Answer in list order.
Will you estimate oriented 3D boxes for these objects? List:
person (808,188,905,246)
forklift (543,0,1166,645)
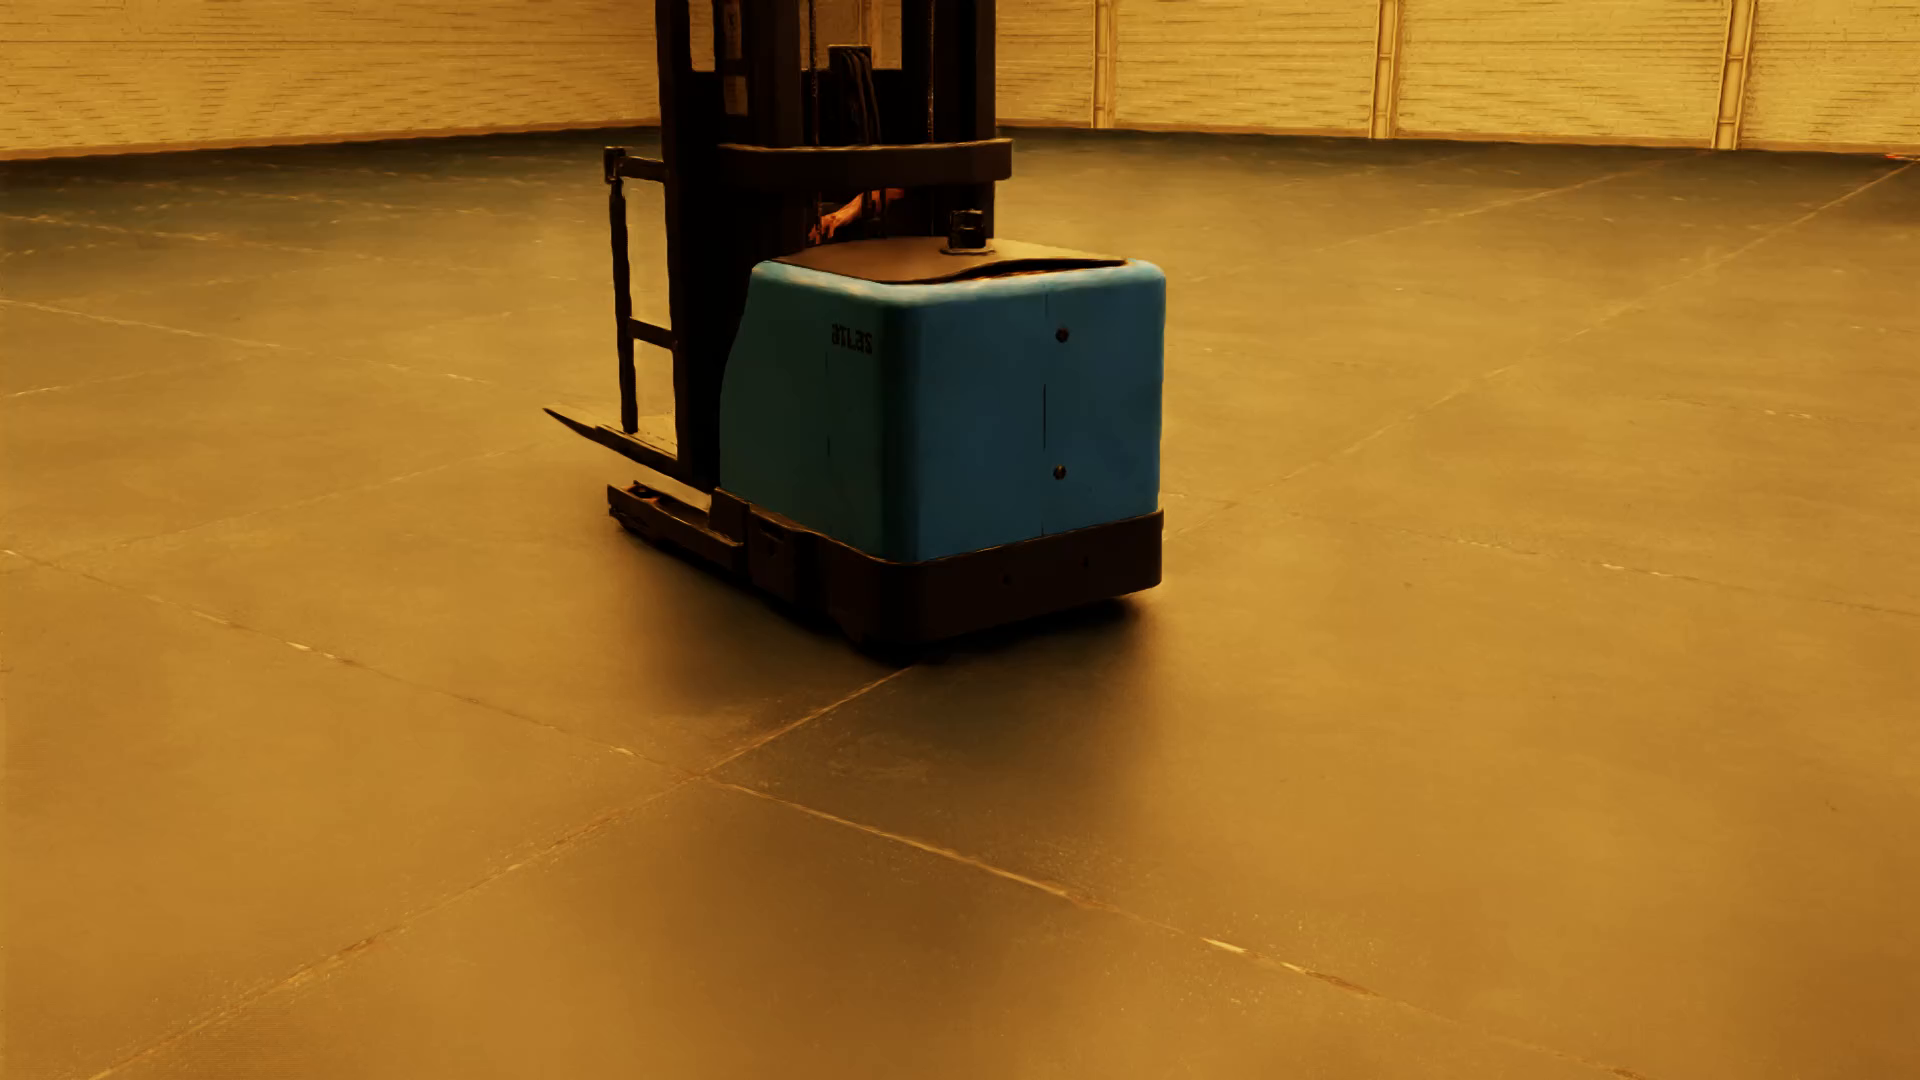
[{"bbox_3d":[-0.437,-0.732,5.917,0.808,1.391,1.338,-4,17,-12],"label":"person"},{"bbox_3d":[-0.629,-1.467,5.738,1.130,2.935,3.031,-12,20,-34],"label":"forklift"}]
